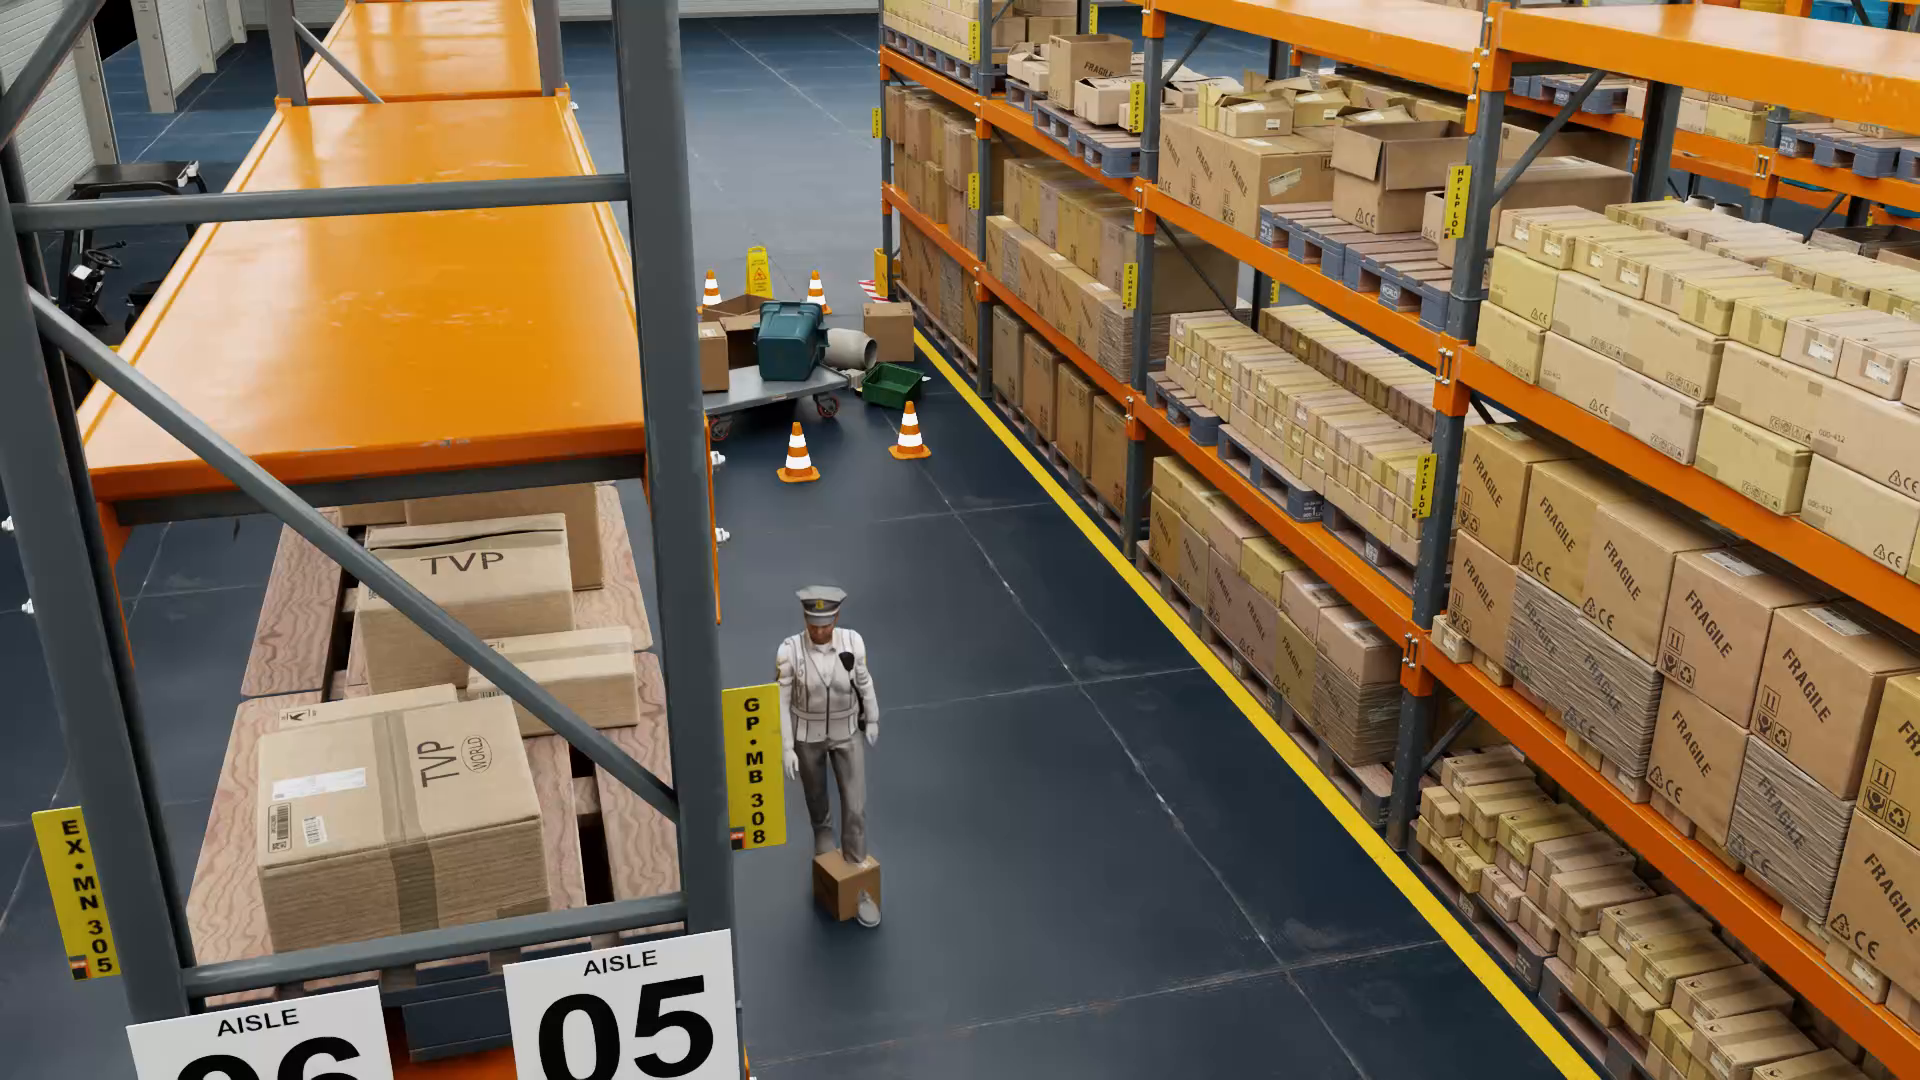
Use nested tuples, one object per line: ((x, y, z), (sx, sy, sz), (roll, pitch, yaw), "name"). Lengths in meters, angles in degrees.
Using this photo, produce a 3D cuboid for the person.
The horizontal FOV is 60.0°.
((-0.656, 1.005, 8.269), (0.549, 1.640, 0.880), (-4, 23, -8), "person")
